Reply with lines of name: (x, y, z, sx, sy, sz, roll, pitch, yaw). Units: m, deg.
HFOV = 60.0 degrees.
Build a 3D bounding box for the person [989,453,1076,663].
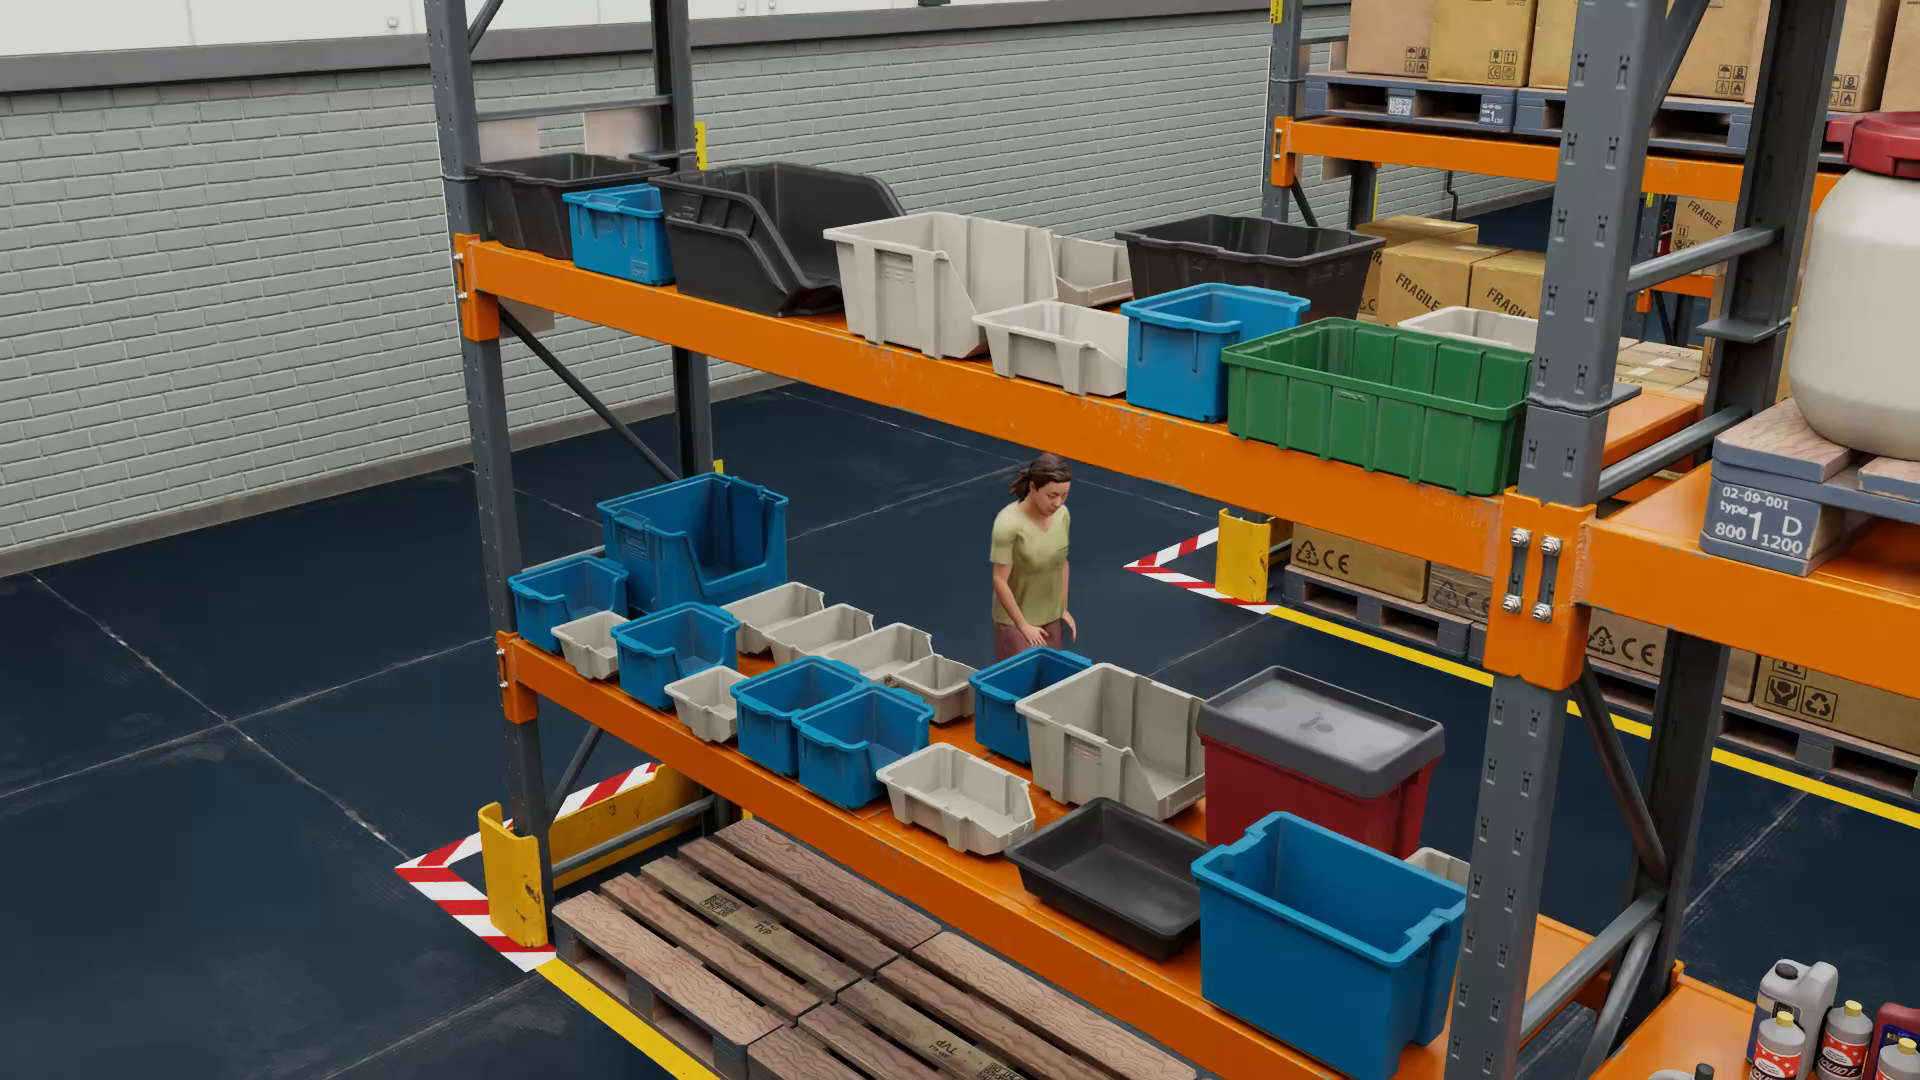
person: (0.330, 0.392, 7.505, 0.478, 1.667, 0.510, -15, 25, -34)
